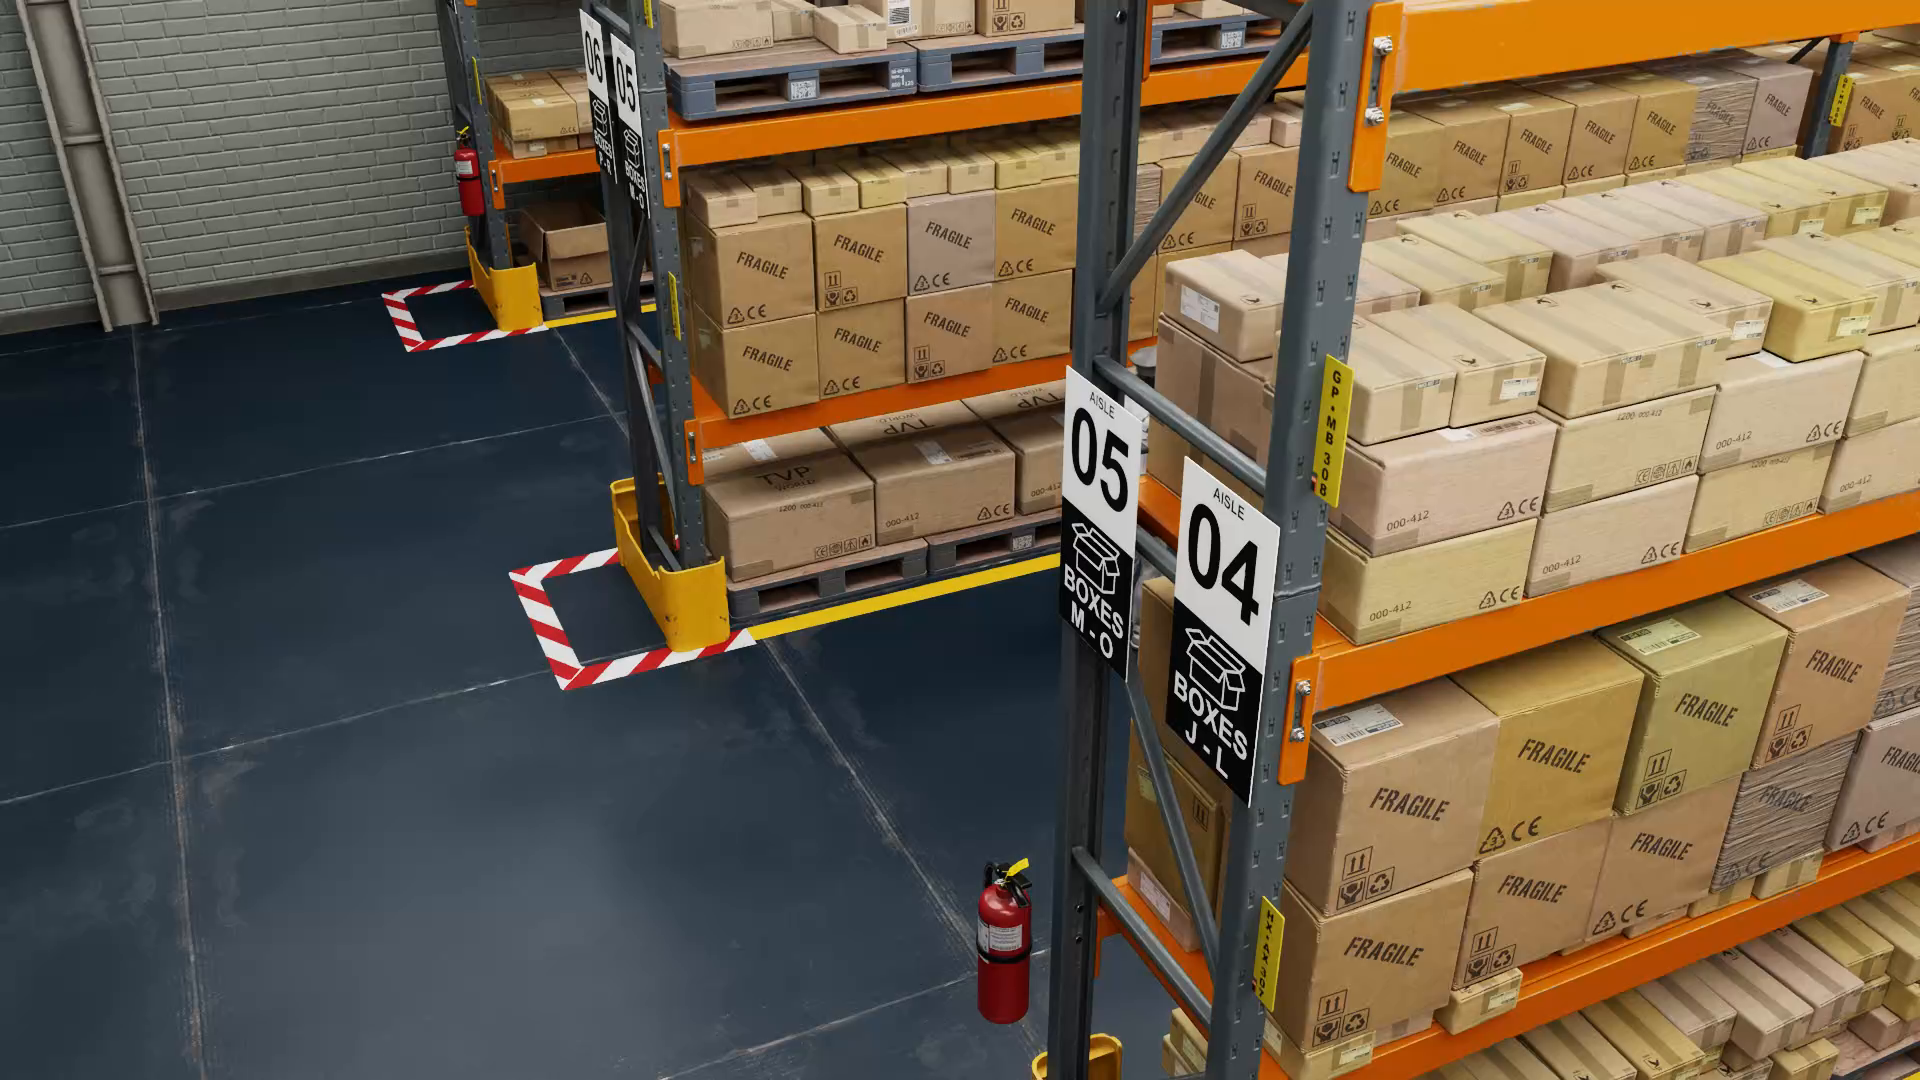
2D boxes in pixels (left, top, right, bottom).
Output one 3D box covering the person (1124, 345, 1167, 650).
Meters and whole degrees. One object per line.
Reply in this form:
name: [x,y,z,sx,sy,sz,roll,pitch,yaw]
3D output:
person: [0.965,-0.225,8.836,0.373,1.665,0.542,-14,33,-24]
